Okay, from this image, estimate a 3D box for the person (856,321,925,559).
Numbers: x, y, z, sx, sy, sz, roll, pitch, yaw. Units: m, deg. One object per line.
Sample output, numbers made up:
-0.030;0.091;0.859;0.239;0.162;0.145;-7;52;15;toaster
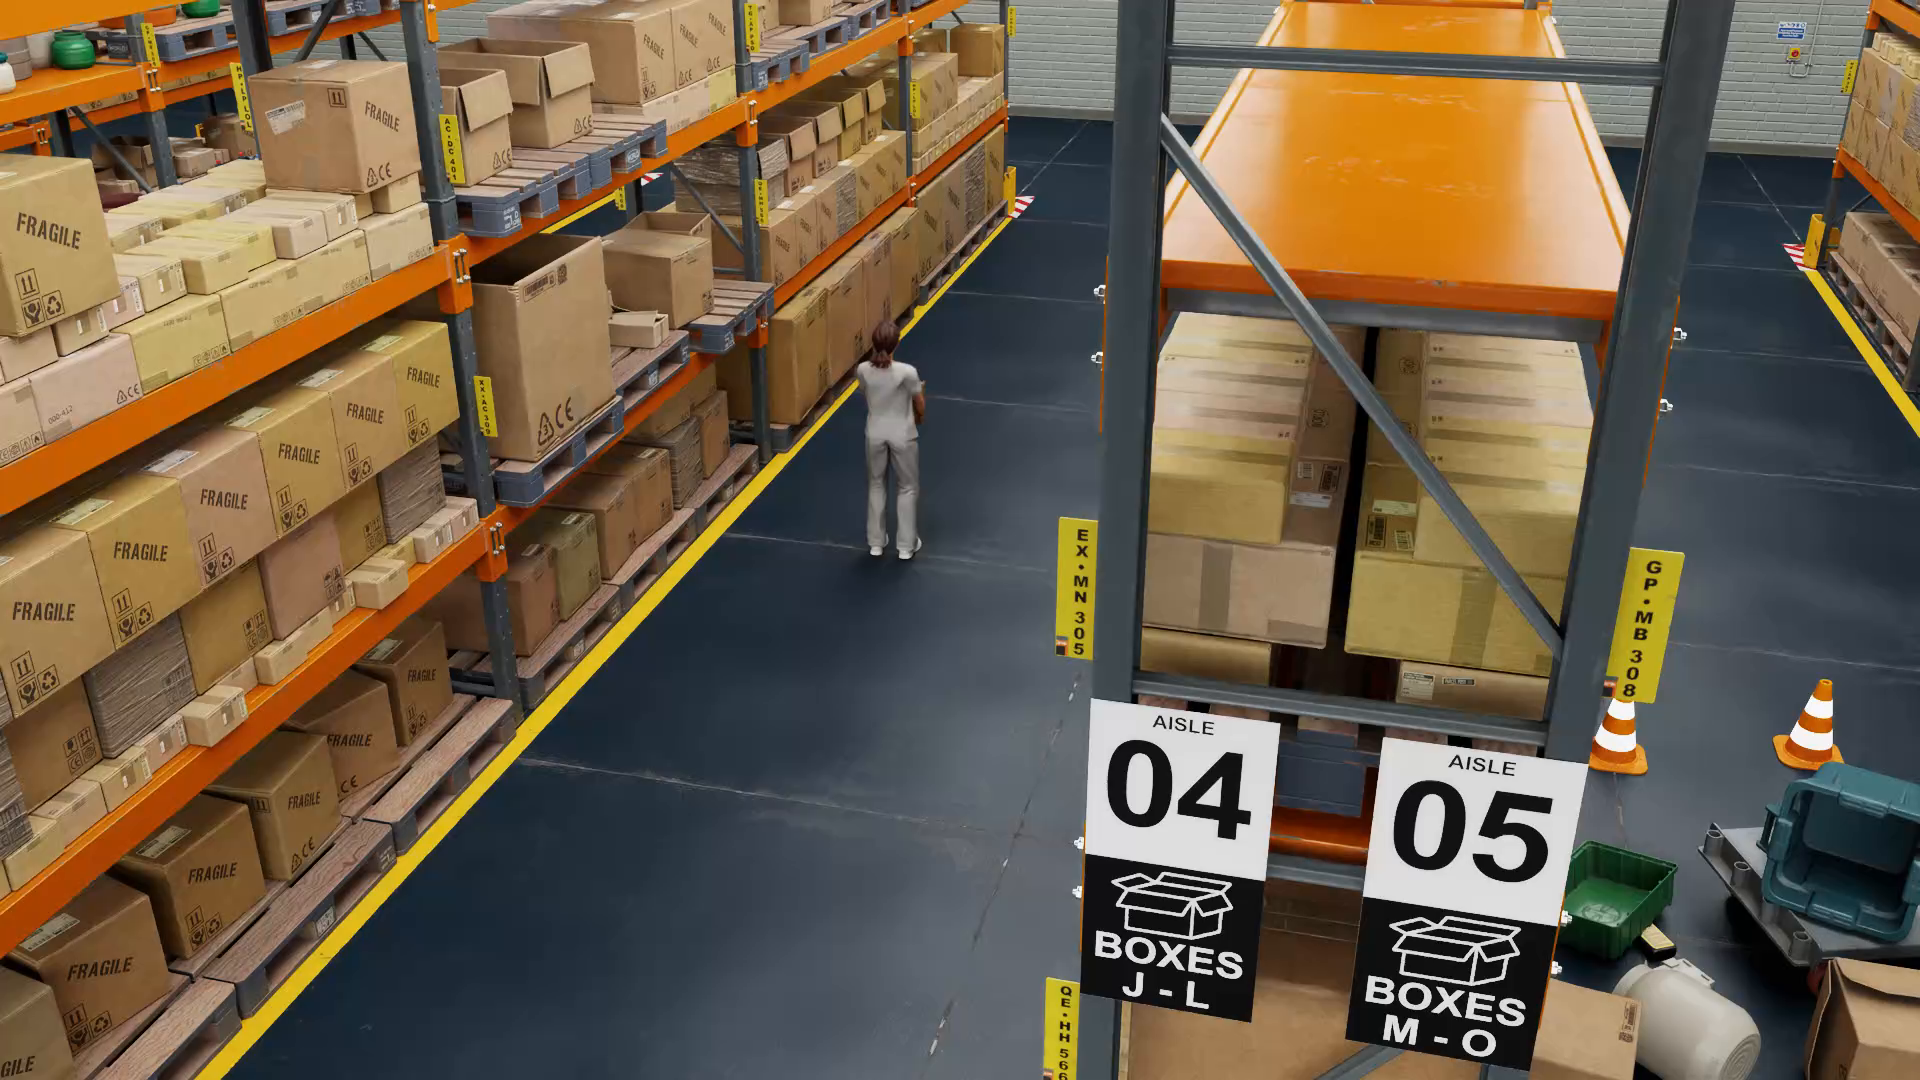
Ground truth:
-0.445;-0.701;11.188;0.435;1.668;0.538;6;26;13;person
